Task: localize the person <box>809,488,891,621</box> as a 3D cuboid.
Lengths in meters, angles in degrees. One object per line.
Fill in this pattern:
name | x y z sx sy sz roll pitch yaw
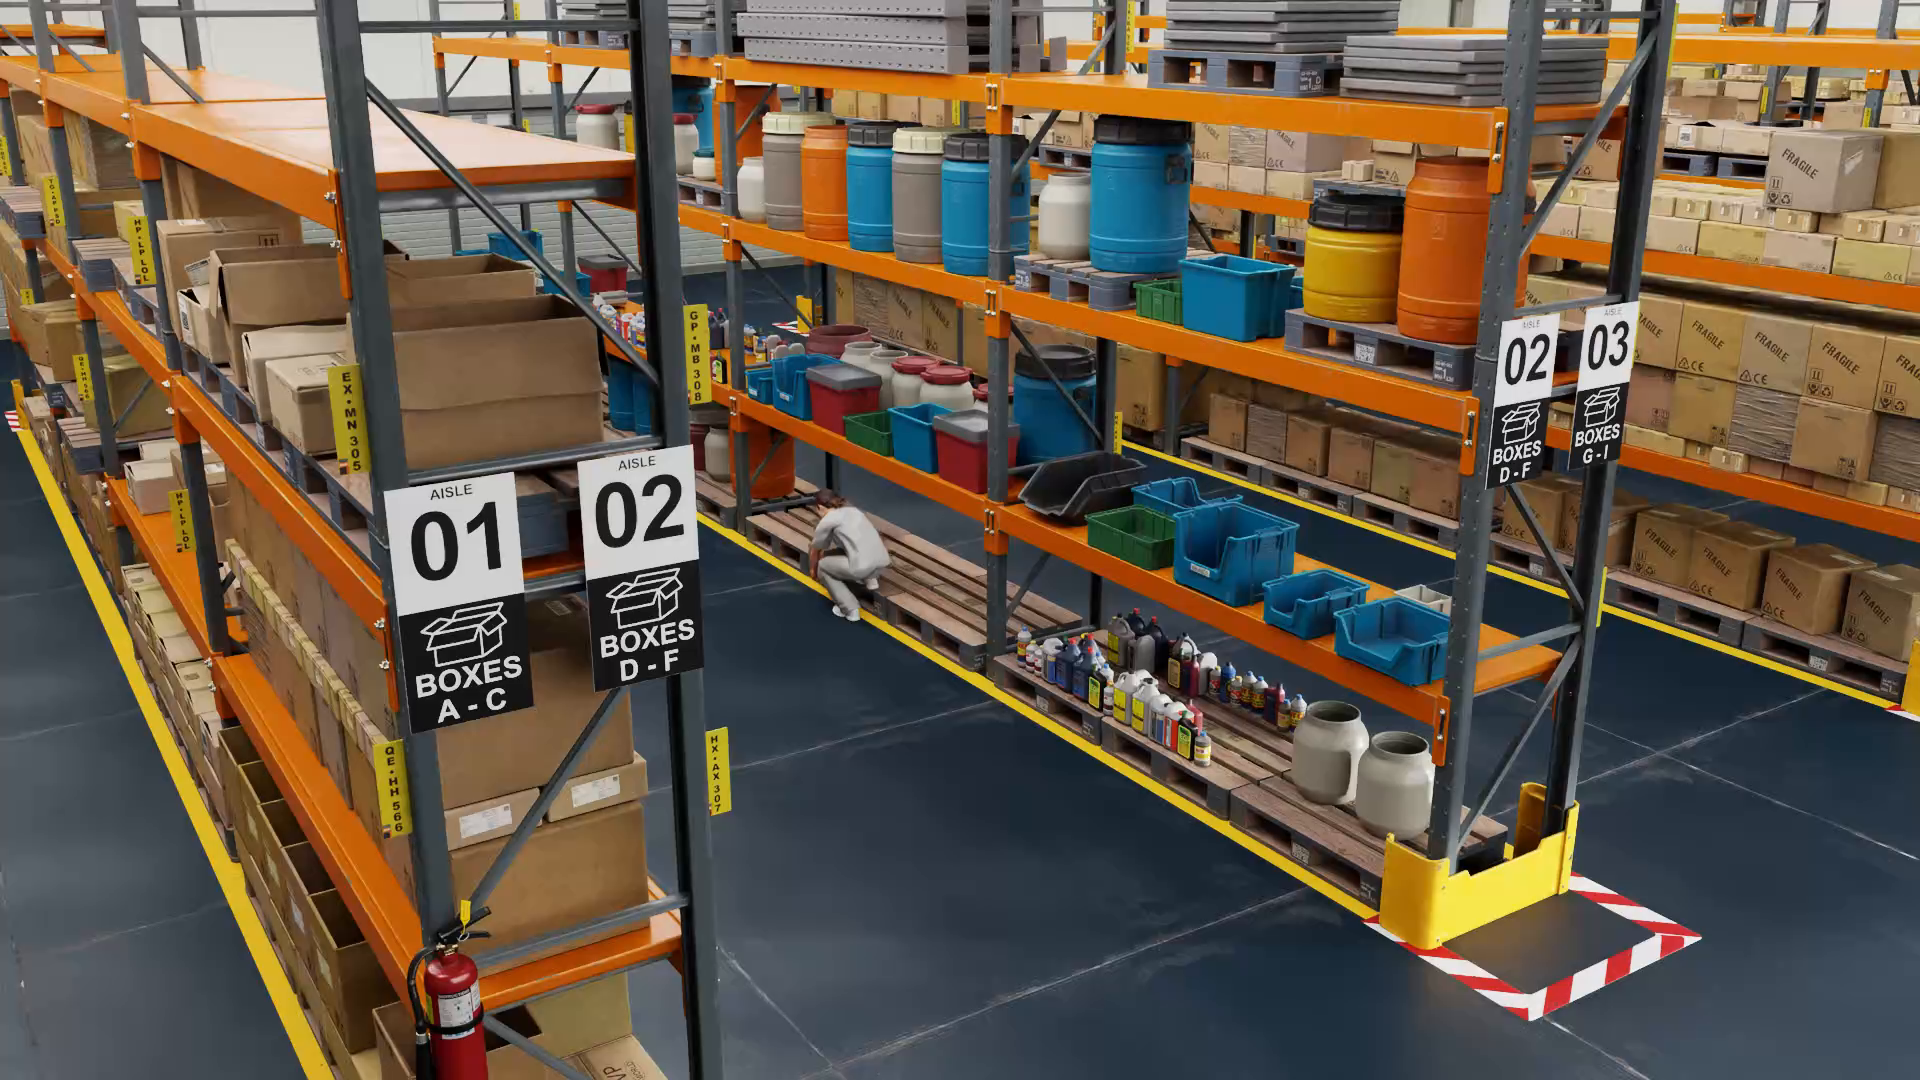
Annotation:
person | -0.871 0.106 12.930 0.479 0.939 0.799 -12 21 -32
